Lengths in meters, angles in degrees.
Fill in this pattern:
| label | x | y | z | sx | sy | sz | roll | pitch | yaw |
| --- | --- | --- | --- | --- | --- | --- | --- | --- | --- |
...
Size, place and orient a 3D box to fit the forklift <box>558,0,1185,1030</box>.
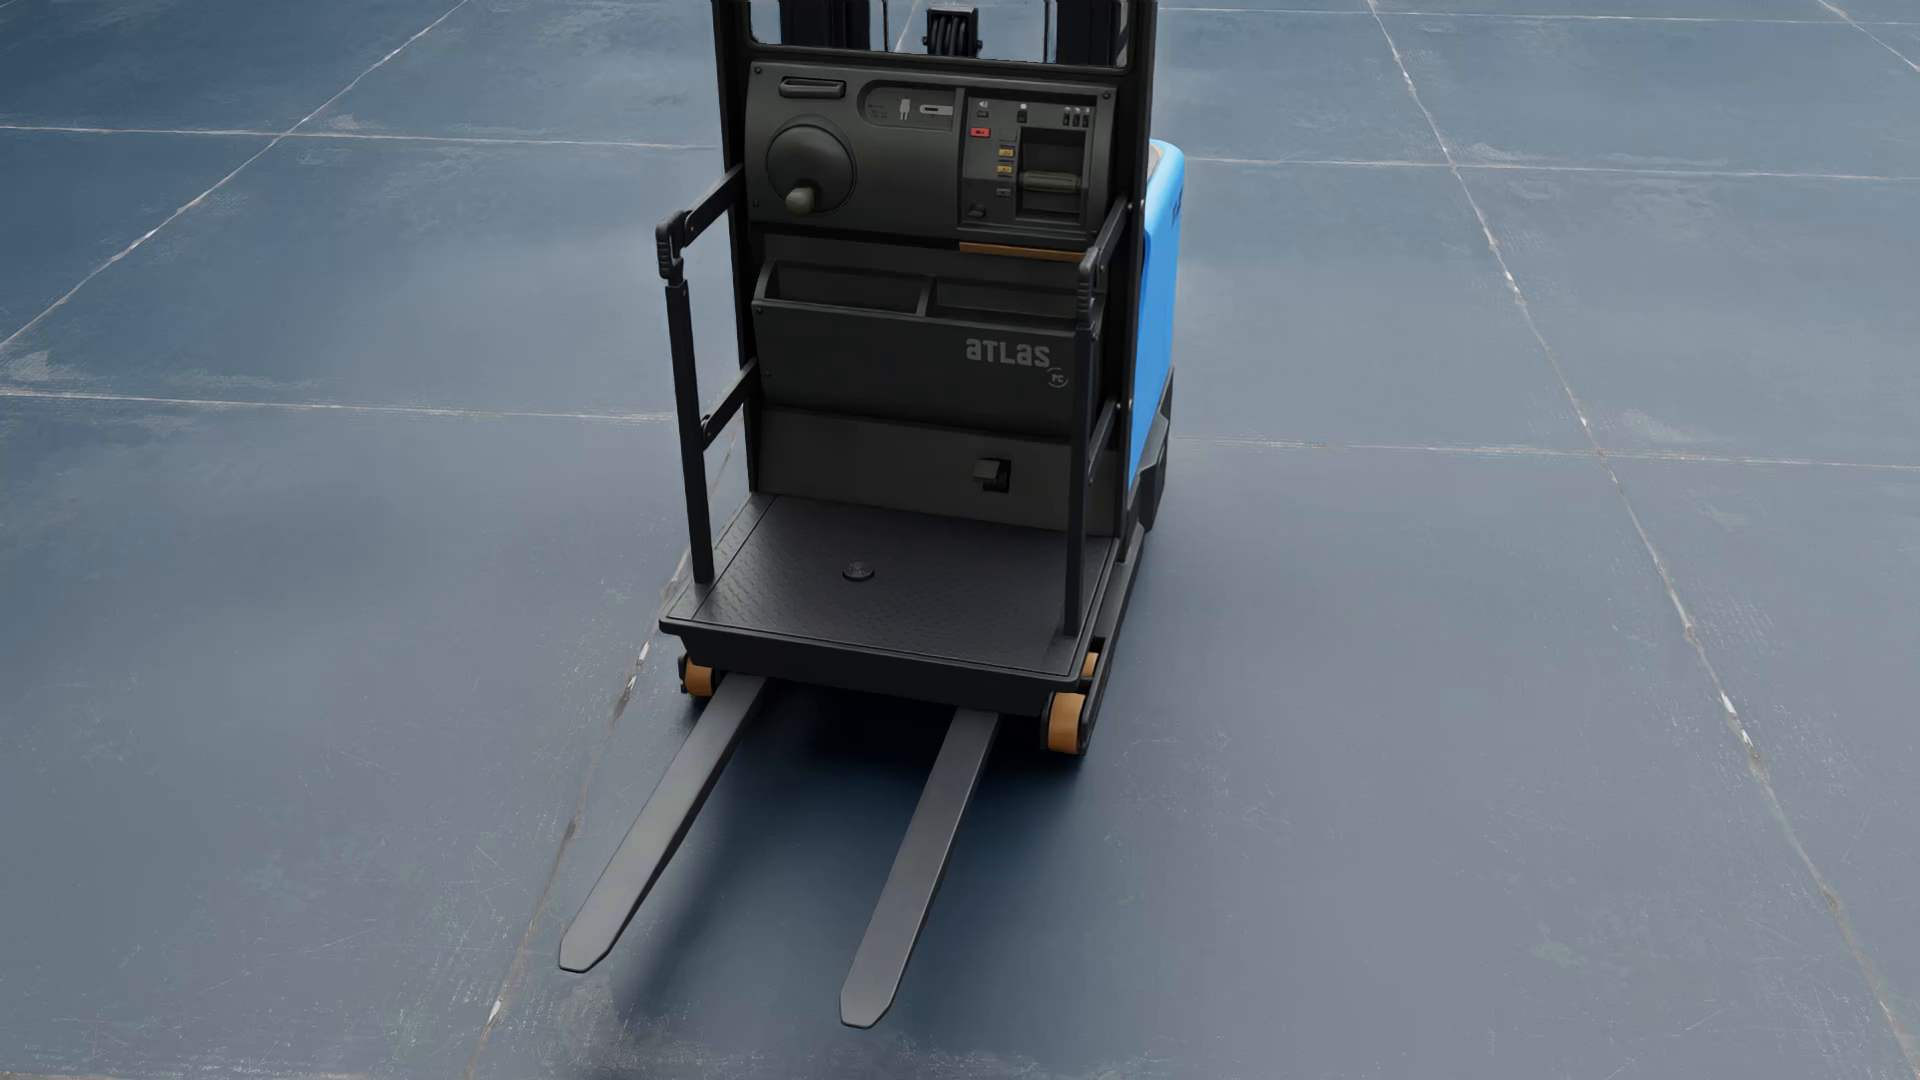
| label | x | y | z | sx | sy | sz | roll | pitch | yaw |
| --- | --- | --- | --- | --- | --- | --- | --- | --- | --- |
| forklift | -0.133 | -0.911 | 3.934 | 1.130 | 2.935 | 3.031 | 7 | 32 | 12 |
